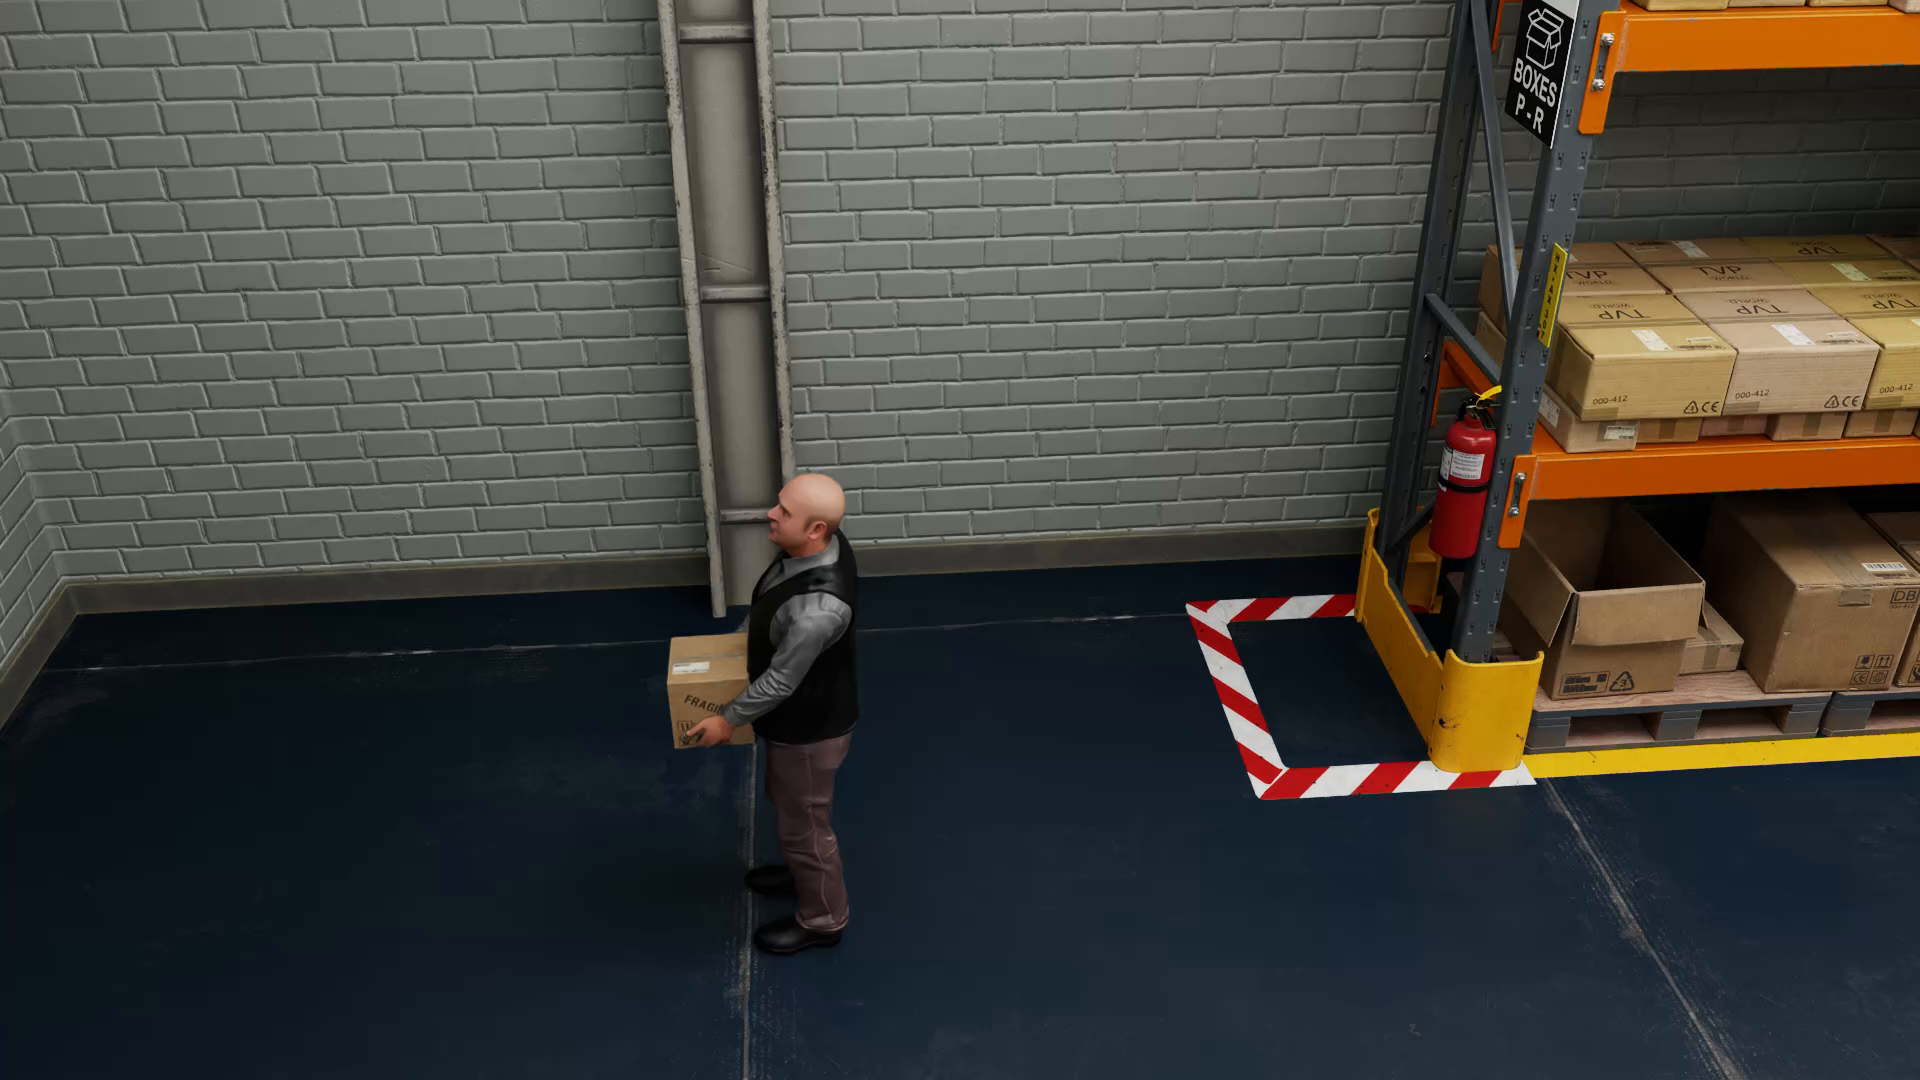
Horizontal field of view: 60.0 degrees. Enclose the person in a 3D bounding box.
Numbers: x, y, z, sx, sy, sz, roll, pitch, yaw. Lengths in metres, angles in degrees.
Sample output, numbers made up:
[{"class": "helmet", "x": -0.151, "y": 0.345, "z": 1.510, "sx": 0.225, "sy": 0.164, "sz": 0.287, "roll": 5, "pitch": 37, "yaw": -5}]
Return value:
[{"class": "person", "x": -0.574, "y": 0.560, "z": 5.219, "sx": 0.545, "sy": 1.723, "sz": 0.505, "roll": -3, "pitch": 31, "yaw": -5}]
